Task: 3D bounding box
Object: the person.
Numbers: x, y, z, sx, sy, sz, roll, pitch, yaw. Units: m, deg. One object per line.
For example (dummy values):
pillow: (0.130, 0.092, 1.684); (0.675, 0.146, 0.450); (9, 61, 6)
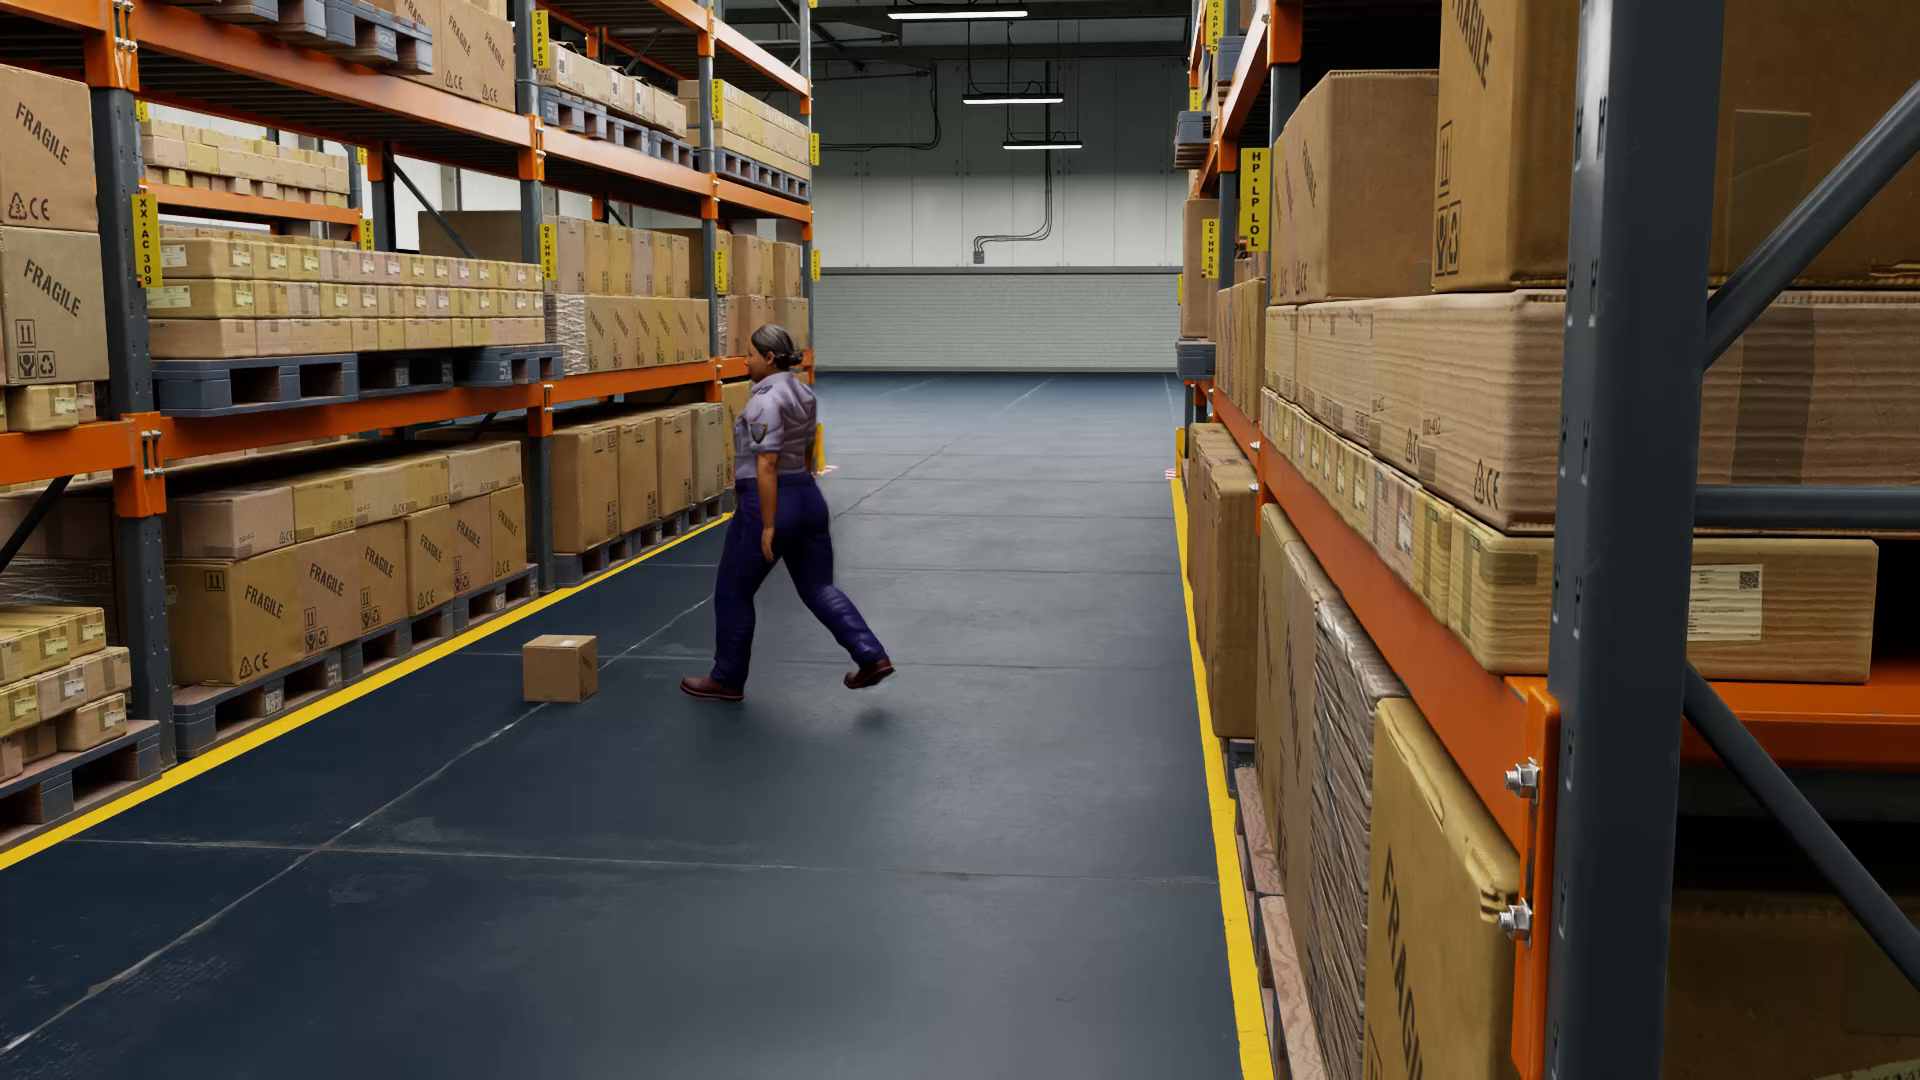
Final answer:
person: (-0.753, -0.104, 7.100); (0.934, 1.620, 0.475); (4, 9, 29)
